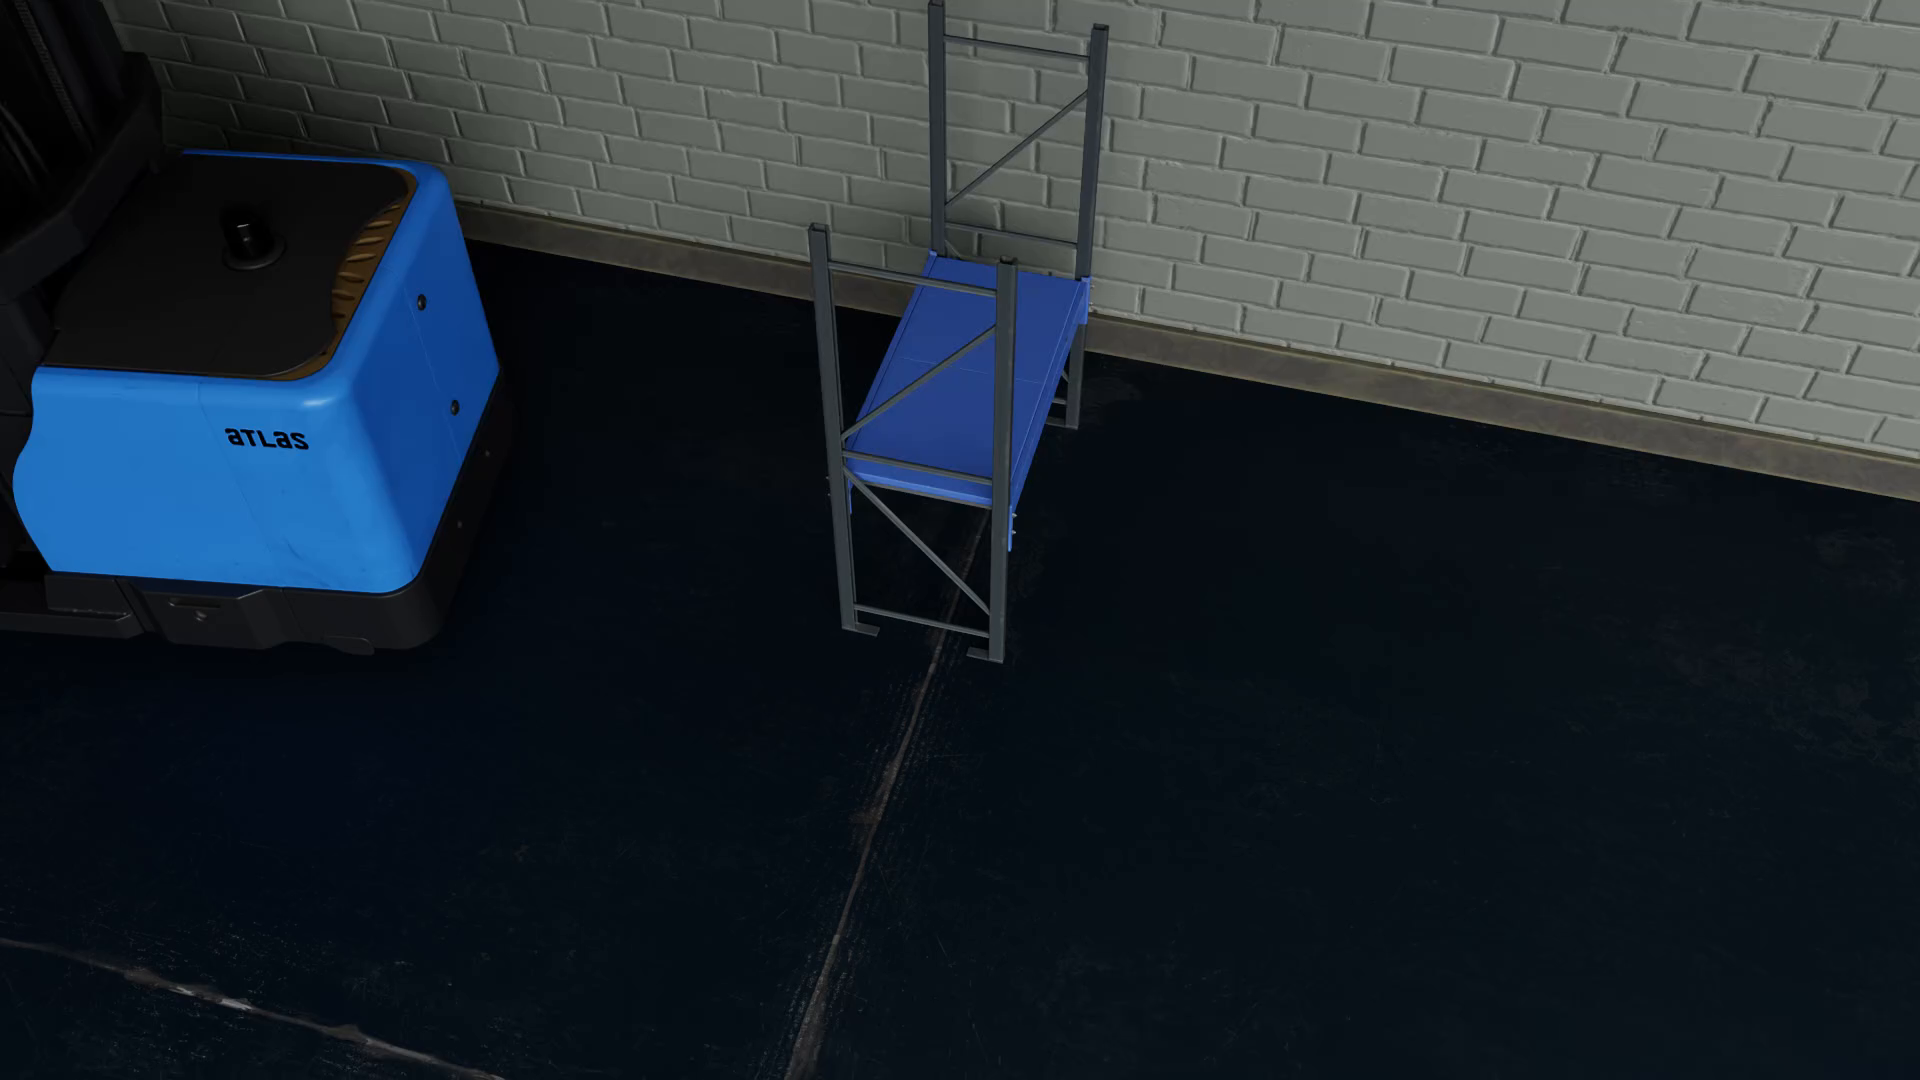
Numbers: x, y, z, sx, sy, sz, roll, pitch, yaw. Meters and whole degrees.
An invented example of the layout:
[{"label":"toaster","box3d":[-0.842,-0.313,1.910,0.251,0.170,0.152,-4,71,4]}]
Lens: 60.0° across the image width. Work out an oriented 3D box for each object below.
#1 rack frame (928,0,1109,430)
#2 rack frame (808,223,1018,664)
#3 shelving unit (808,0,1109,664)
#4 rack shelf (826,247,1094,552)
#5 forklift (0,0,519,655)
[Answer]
[{"label":"rack frame","box3d":[0.156,-0.926,5.067,0.500,1.500,0.032,12,50,10]},{"label":"rack frame","box3d":[-0.111,-0.190,4.418,0.500,1.500,0.032,12,50,10]},{"label":"shelving unit","box3d":[0.022,-0.558,4.742,0.538,1.500,1.048,12,50,10]},{"label":"rack shelf","box3d":[0.022,-0.439,4.877,0.538,0.185,1.000,12,50,10]},{"label":"forklift","box3d":[-3.004,-1.087,4.255,3.031,2.935,1.130,4,49,3]}]
